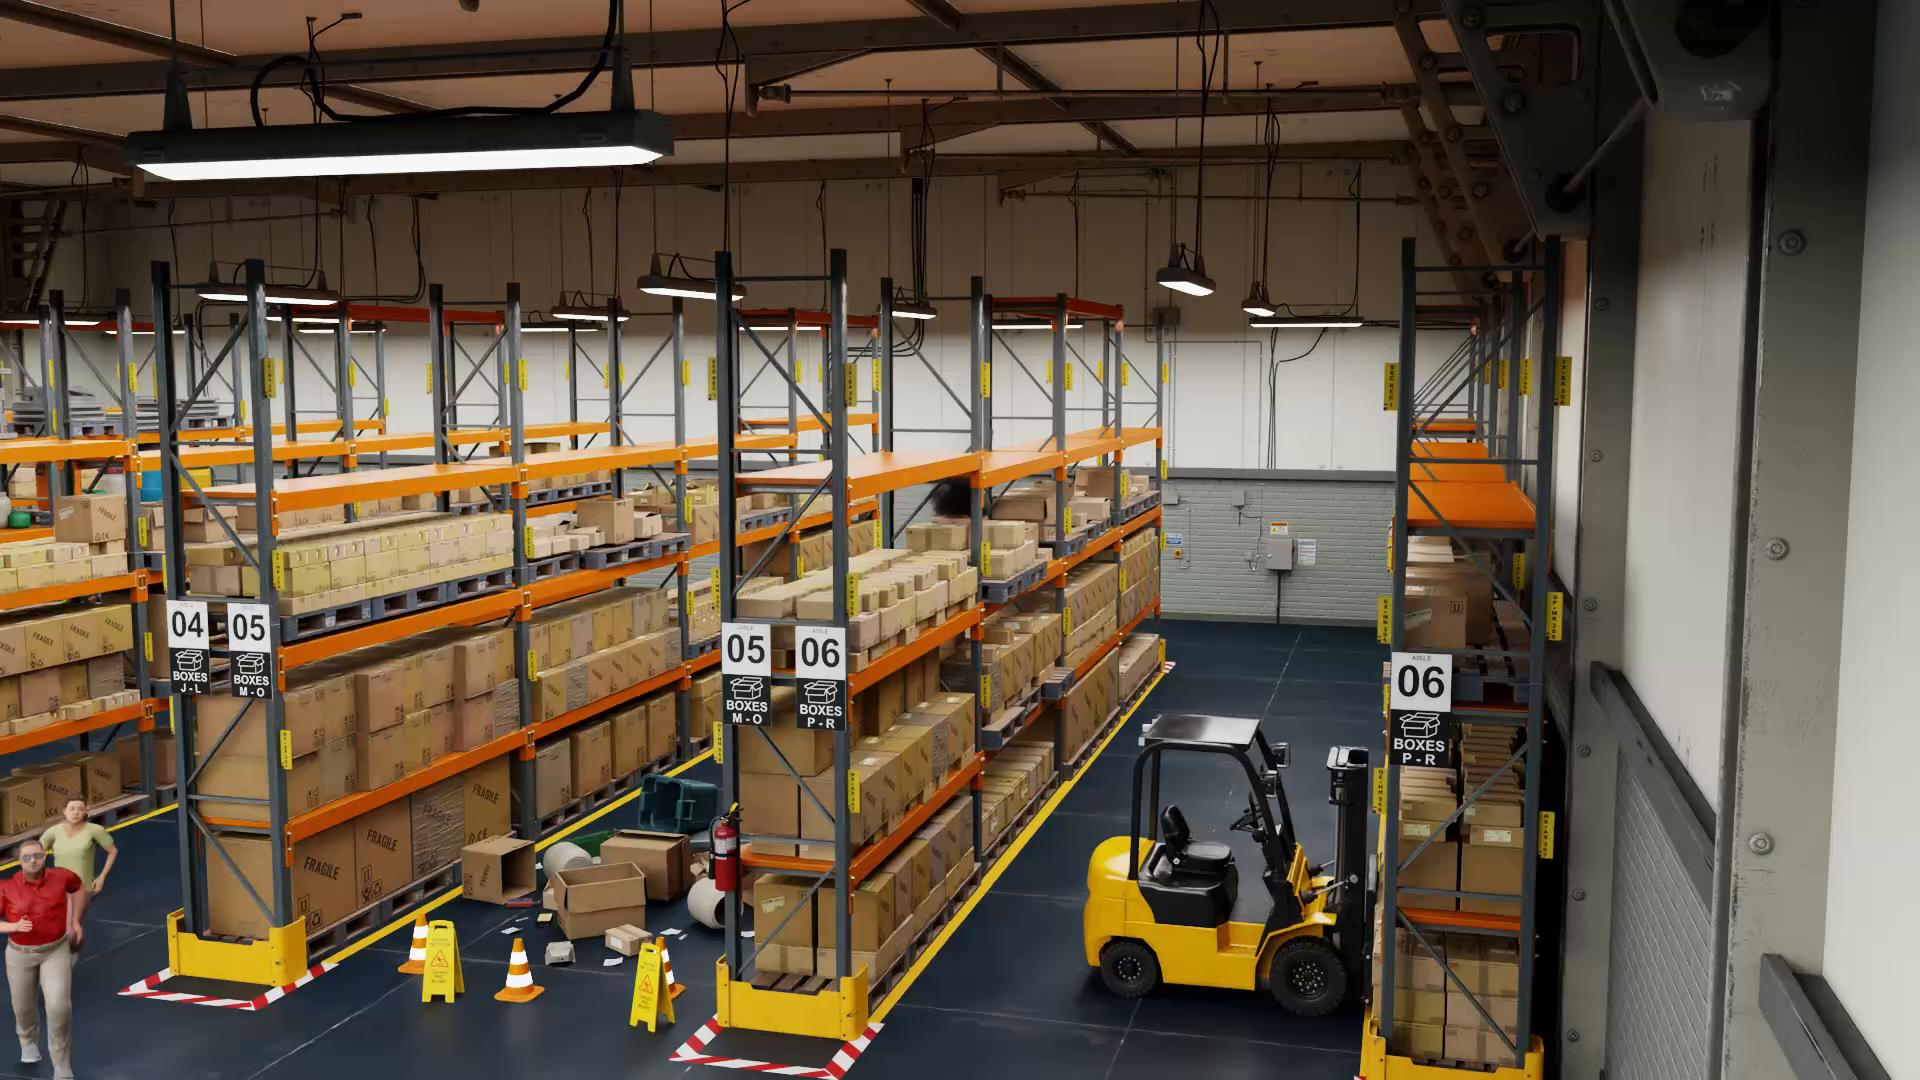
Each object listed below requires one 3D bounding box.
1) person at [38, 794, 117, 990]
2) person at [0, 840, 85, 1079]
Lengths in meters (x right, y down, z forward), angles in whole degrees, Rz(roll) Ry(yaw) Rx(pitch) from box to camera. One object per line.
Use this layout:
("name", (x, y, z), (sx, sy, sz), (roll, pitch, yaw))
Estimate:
("person", (-7.392, 2.917, 13.852), (0.635, 1.625, 0.533), (-1, 6, -11))
("person", (-6.672, 3.038, 12.035), (0.654, 1.780, 0.795), (-3, 7, -28))
